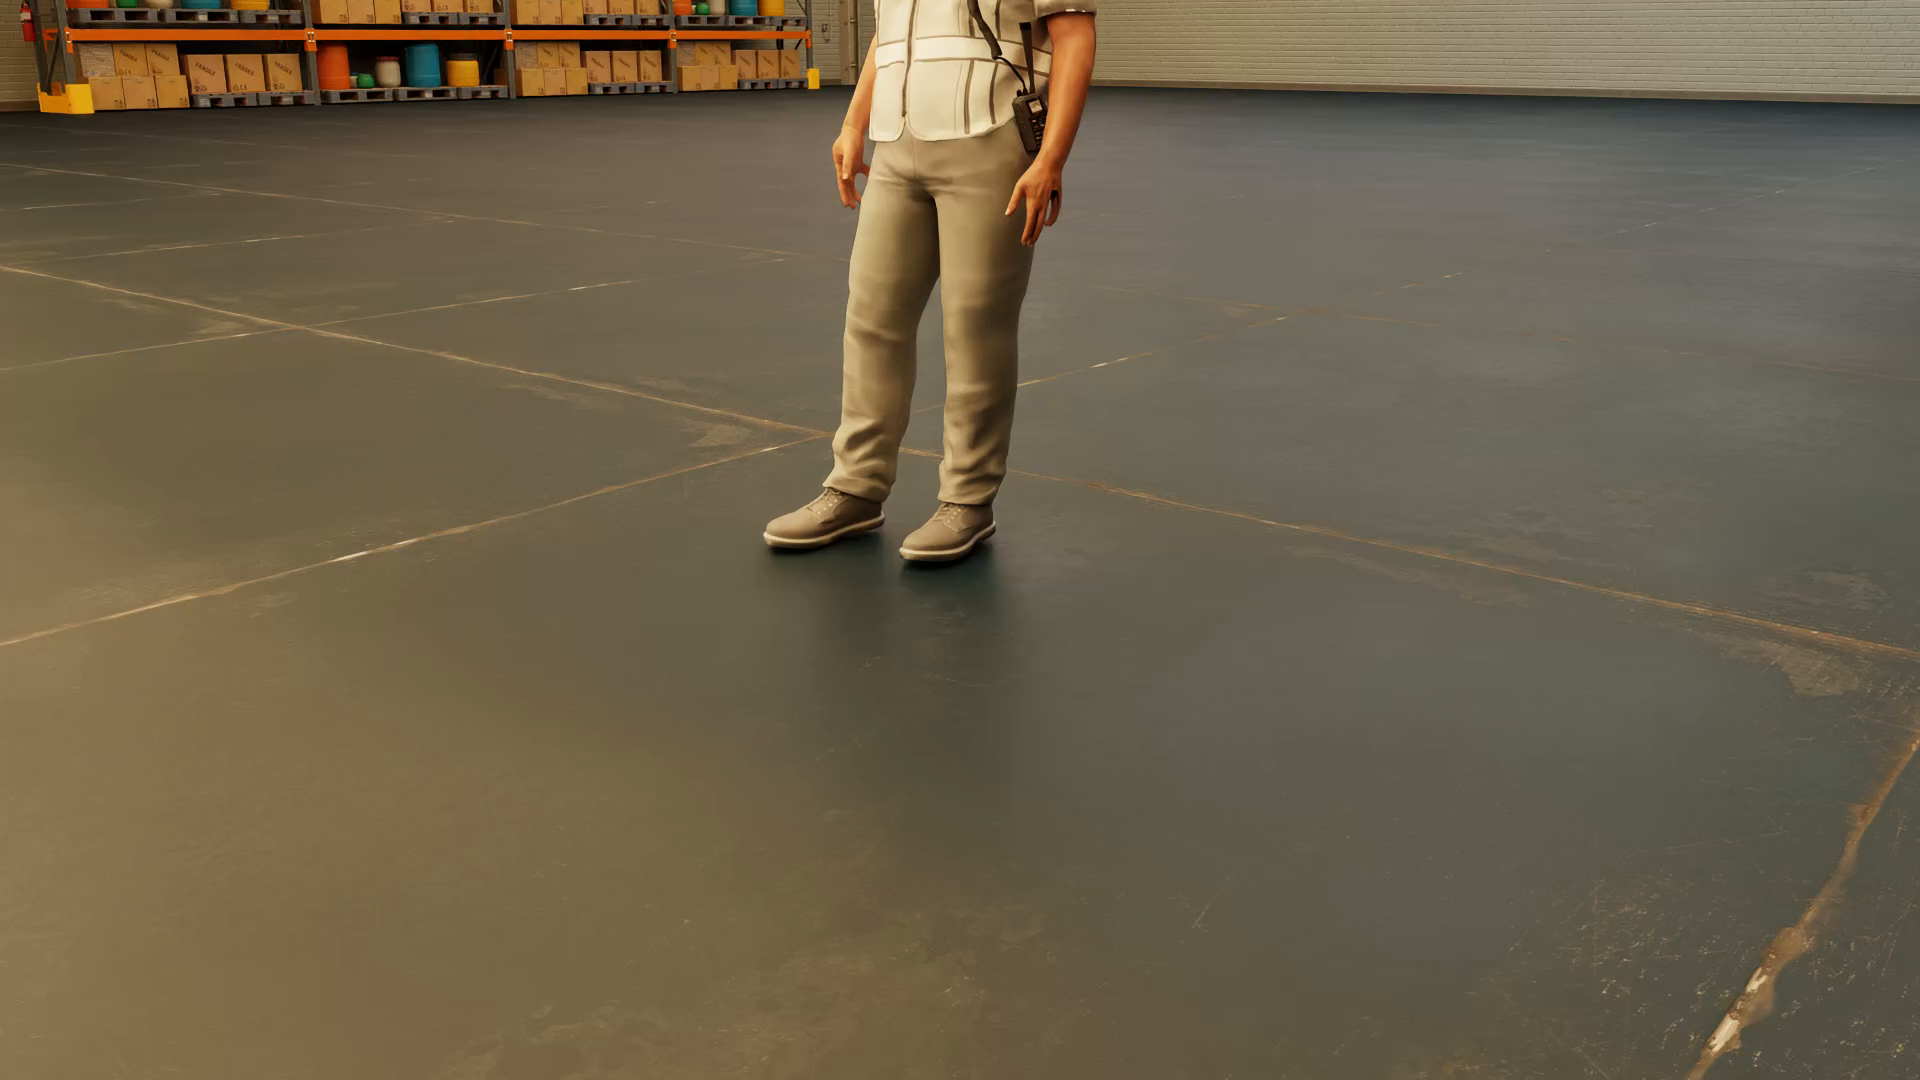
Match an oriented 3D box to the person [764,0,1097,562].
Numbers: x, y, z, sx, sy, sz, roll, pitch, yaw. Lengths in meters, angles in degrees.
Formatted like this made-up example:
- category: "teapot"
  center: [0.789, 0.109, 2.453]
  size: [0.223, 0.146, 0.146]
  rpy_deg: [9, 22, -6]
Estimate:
- category: "person"
  center: [-0.059, -0.844, 3.631]
  size: [0.640, 1.781, 0.575]
  rpy_deg: [13, 21, 37]
